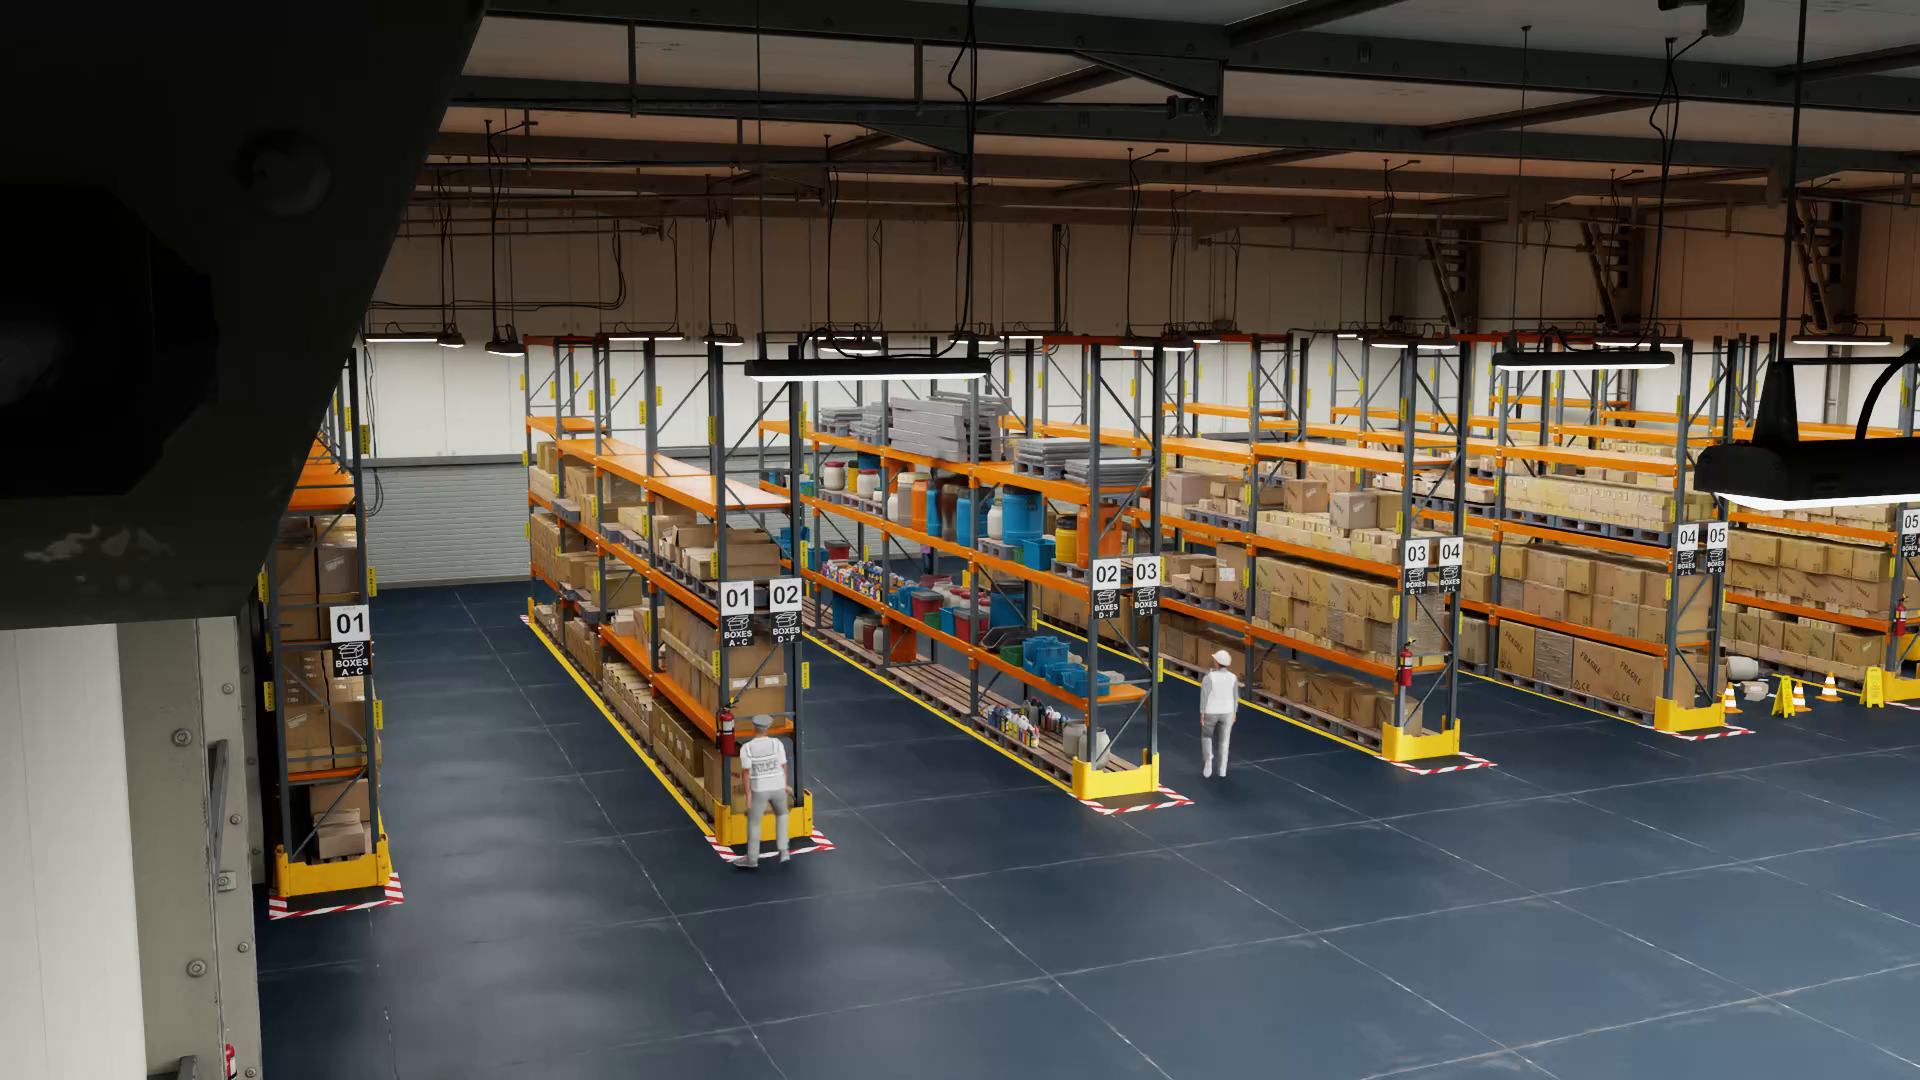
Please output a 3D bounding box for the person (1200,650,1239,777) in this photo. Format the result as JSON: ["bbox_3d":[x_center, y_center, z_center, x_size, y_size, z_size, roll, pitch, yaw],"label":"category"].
[{"bbox_3d":[3.580,2.400,22.962,0.528,1.766,0.499,1,8,10],"label":"person"}]

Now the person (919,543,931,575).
[{"bbox_3d":[-0.754,0.308,39.430,0.441,1.577,0.735,-2,8,-17],"label":"person"}]

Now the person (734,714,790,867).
[{"bbox_3d":[-2.281,2.903,19.214,0.672,1.759,0.447,-2,8,-17],"label":"person"}]
